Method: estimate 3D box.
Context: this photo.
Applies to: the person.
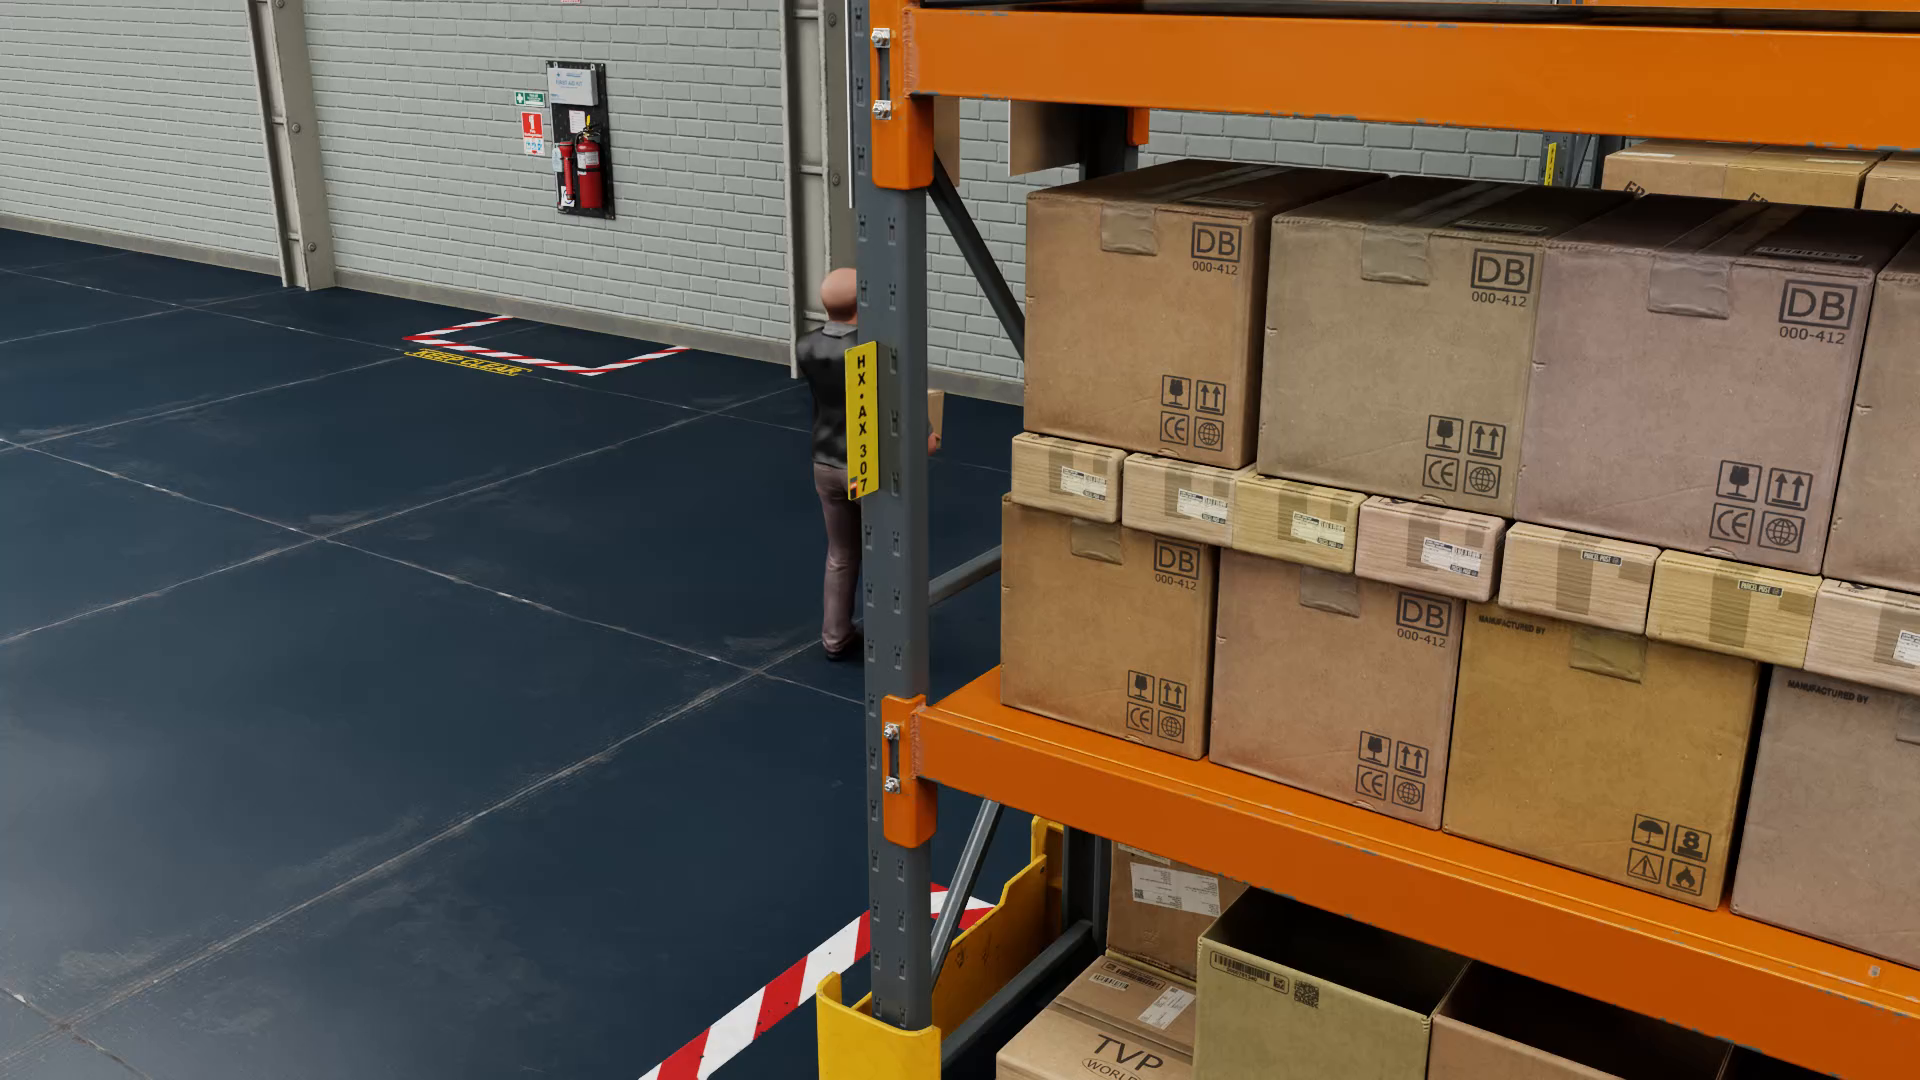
[{"bbox_3d":[-0.368,-0.314,7.000,0.494,1.711,0.560,13,24,33],"label":"person"}]
